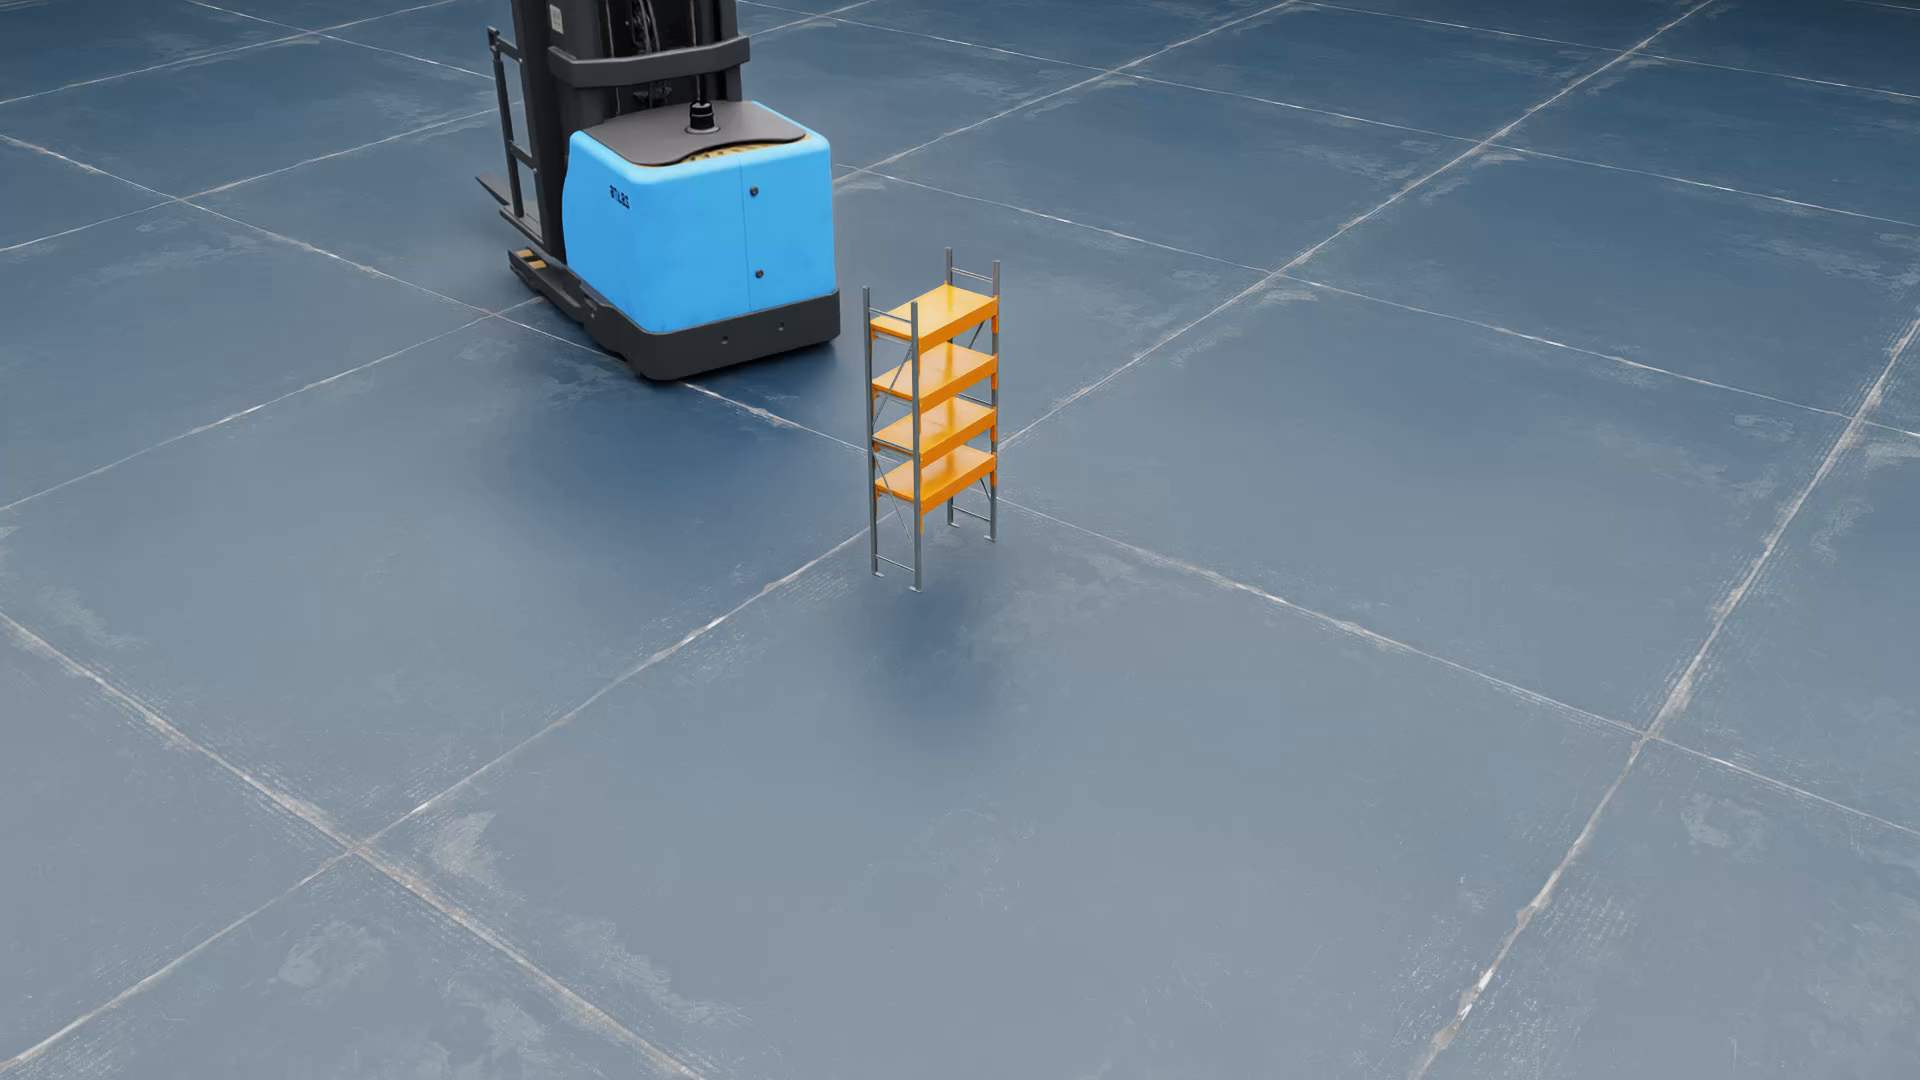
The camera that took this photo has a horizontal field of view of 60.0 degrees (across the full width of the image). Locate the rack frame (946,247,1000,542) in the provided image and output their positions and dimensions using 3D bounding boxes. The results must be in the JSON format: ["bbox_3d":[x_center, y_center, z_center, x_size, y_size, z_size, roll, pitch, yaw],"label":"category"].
[{"bbox_3d":[0.047,-0.548,6.498,0.240,1.200,0.015,21,37,31],"label":"rack frame"}]

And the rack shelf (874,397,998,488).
[{"bbox_3d":[-0.100,-0.391,6.365,0.258,0.148,0.480,21,37,31],"label":"rack shelf"}]

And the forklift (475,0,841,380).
[{"bbox_3d":[-1.824,-2.727,8.477,1.130,2.935,3.031,-18,35,-28],"label":"forklift"}]

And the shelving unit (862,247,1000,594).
[{"bbox_3d":[-0.100,-0.449,6.331,0.258,1.200,0.503,21,37,31],"label":"shelving unit"}]

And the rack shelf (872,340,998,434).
[{"bbox_3d":[-0.100,-0.583,6.251,0.258,0.148,0.480,21,37,31],"label":"rack shelf"}]

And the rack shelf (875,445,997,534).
[{"bbox_3d":[-0.100,-0.220,6.466,0.258,0.148,0.480,21,37,31],"label":"rack shelf"}]

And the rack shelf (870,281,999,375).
[{"bbox_3d":[-0.100,-0.787,6.130,0.258,0.148,0.480,21,37,31],"label":"rack shelf"}]

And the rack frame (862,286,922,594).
[{"bbox_3d":[-0.247,-0.350,6.163,0.240,1.200,0.015,21,37,31],"label":"rack frame"}]
